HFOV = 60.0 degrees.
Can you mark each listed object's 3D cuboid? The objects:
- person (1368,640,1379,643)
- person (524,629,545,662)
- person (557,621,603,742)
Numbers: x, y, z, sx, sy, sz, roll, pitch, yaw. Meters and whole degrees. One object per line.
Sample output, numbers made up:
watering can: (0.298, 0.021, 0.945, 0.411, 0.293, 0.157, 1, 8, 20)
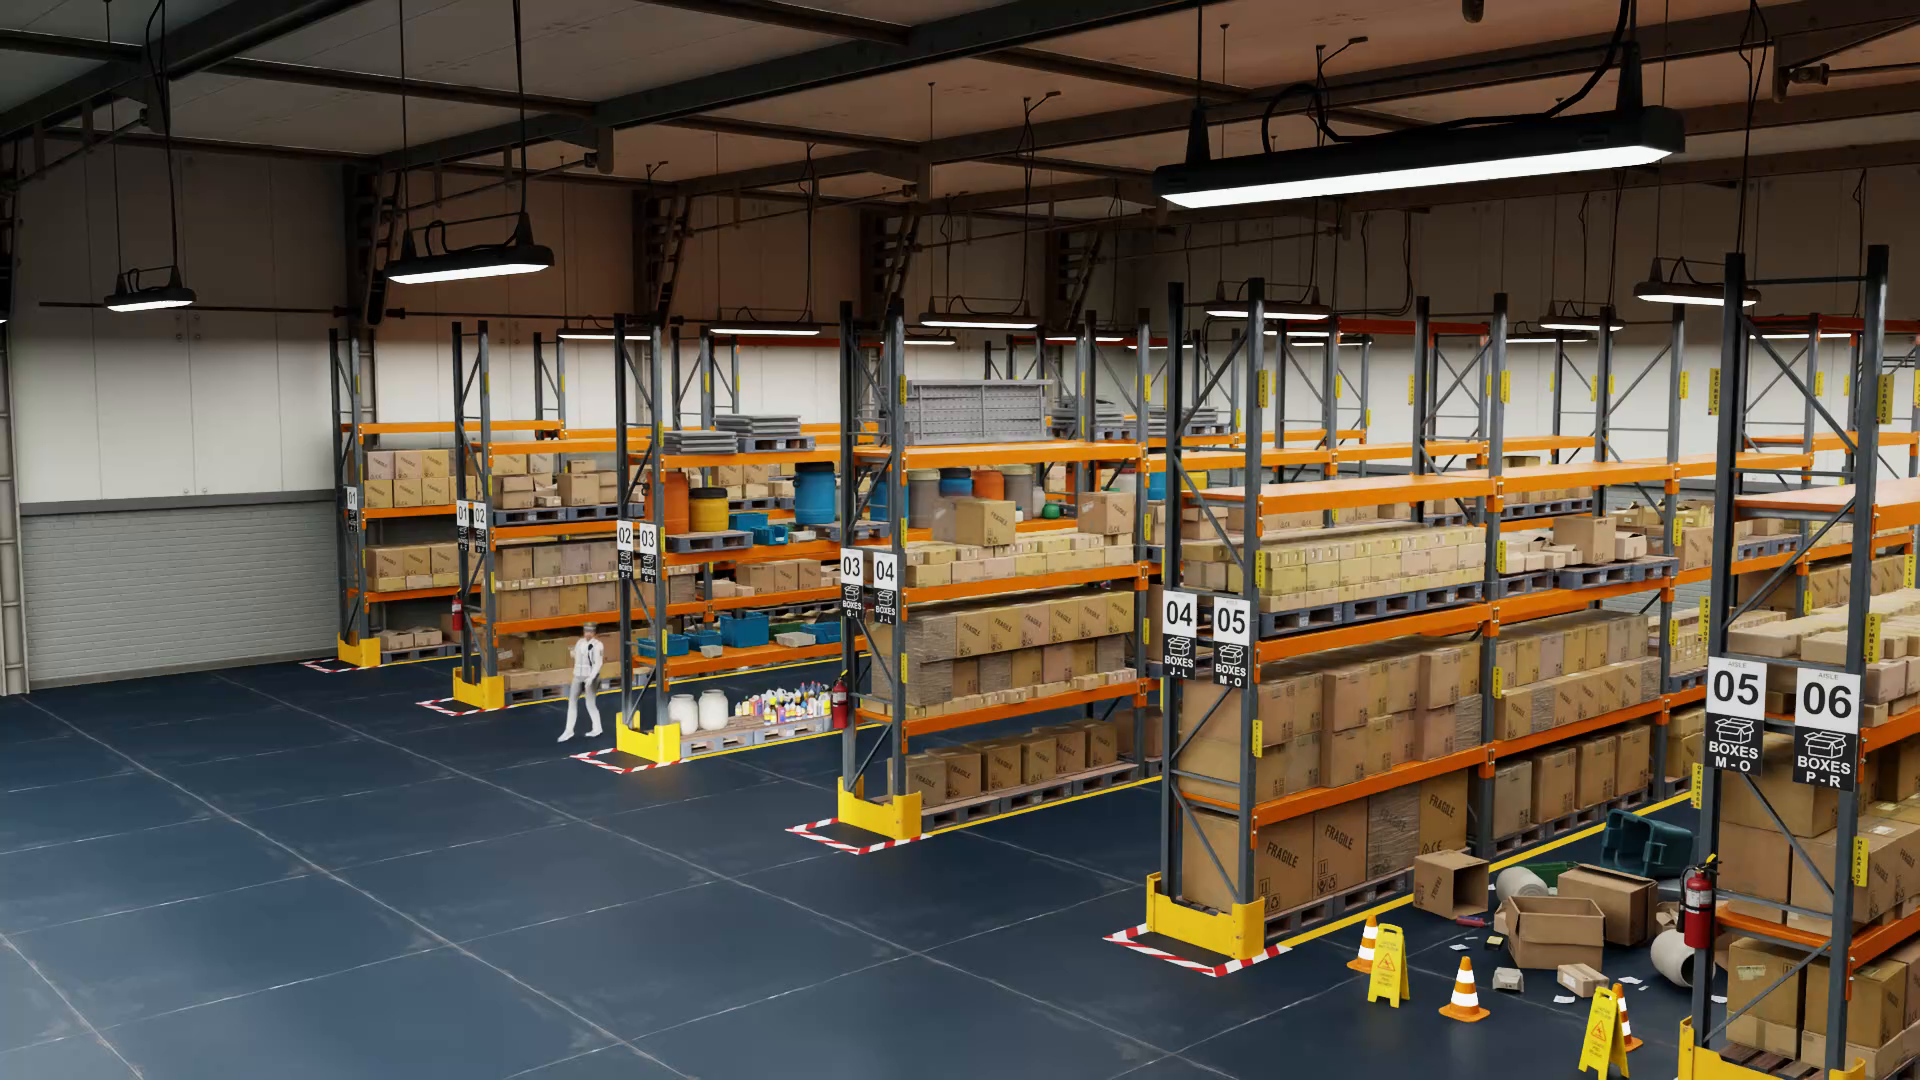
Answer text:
person: (5.328, 2.157, 21.707, 0.659, 1.760, 0.635, 2, 6, 22)
person: (-7.440, 1.435, 29.065, 0.479, 1.710, 0.577, -4, 7, -33)
person: (-5.383, 2.006, 23.663, 0.508, 1.669, 0.692, 2, 6, 20)
